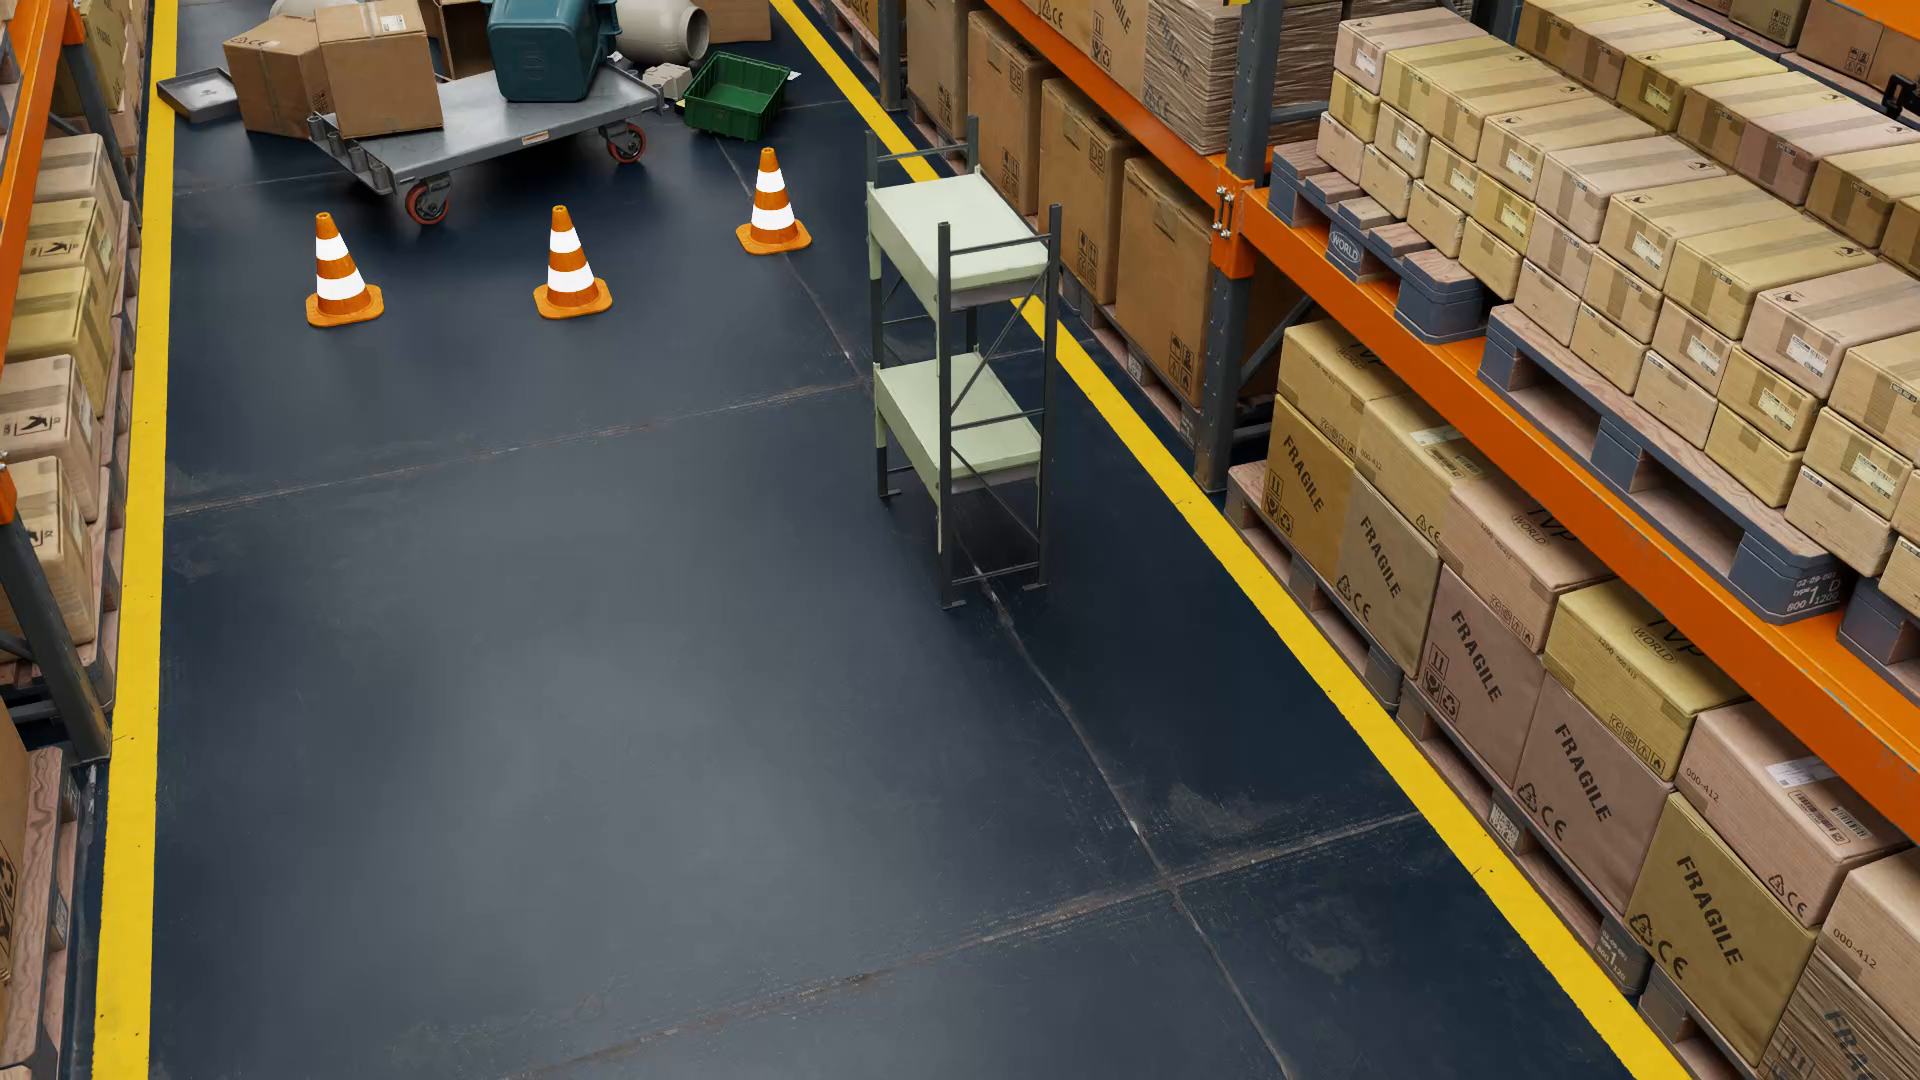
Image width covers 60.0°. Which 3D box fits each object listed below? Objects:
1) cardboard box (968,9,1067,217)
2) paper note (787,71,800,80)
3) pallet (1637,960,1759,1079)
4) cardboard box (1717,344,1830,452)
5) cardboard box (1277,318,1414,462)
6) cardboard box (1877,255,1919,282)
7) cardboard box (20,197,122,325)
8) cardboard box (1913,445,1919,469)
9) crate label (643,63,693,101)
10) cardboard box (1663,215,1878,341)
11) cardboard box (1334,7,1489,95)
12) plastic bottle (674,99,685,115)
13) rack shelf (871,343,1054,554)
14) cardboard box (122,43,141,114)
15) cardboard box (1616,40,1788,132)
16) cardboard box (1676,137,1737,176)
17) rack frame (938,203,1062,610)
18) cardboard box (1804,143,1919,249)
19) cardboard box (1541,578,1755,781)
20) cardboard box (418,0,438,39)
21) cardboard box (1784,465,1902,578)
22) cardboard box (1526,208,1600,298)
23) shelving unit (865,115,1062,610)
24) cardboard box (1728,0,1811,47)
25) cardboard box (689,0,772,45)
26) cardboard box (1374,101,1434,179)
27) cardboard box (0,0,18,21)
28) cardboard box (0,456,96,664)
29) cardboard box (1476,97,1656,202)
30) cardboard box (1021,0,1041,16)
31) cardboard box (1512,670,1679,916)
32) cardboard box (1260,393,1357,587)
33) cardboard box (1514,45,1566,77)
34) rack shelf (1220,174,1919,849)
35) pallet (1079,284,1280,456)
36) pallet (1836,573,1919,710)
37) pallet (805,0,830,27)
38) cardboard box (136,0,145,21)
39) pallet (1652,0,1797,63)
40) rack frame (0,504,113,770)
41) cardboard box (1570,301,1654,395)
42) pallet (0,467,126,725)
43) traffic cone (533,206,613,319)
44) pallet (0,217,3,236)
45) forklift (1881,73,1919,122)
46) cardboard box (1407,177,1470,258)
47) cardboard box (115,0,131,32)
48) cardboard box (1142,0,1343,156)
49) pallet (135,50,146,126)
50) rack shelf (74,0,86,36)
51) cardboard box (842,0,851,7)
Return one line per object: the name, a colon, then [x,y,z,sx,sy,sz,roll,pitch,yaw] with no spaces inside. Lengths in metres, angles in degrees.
cardboard box: [0.659,-2.159,8.144,1.050,0.750,0.750,-12,39,-16]
paper note: [-1.049,-2.774,9.907,0.142,0.020,0.147,19,41,23]
pallet: [2.516,1.426,4.181,1.003,0.211,1.213,-12,39,-16]
cardboard box: [2.006,-0.362,3.850,0.380,0.149,0.250,-12,39,-16]
cardboard box: [1.419,-0.537,5.575,0.500,0.250,0.500,-14,39,-18]
cardboard box: [2.542,-0.635,4.213,0.380,0.149,0.250,-13,39,-17]
cardboard box: [-4.147,-1.102,7.056,0.950,0.372,0.625,-10,38,-13]
cardboard box: [2.193,-0.186,3.369,0.380,0.149,0.250,-13,39,-16]
crate label: [-1.702,-2.670,9.681,0.250,0.136,0.298,19,41,23]
cardboard box: [1.922,-0.628,3.956,0.380,0.149,0.250,-13,39,-17]
cardboard box: [1.388,-1.509,5.126,0.380,0.149,0.250,-12,39,-16]
plastic bottle: [-1.479,-2.437,9.435,0.283,0.061,0.133,27,44,31]
rack shelf: [-0.002,-0.342,6.000,0.431,0.370,0.720,-12,39,-16]
cardboard box: [-4.724,-2.443,8.937,0.500,0.250,0.500,-10,38,-13]
cardboard box: [2.183,-1.341,4.902,0.380,0.149,0.250,-11,38,-15]
cardboard box: [2.279,-1.069,4.789,0.380,0.149,0.250,-12,39,-16]
rack frame: [0.124,-0.396,5.529,0.400,1.500,0.023,-12,39,-16]
cardboard box: [2.451,-0.900,4.317,0.380,0.149,0.250,-11,38,-14]
cardboard box: [1.932,0.326,4.430,0.500,0.250,0.500,-14,39,-18]
cardboard box: [-2.975,-3.480,10.452,0.637,0.503,0.797,19,41,23]
cardboard box: [2.102,-0.084,3.729,0.380,0.149,0.250,-14,39,-18]
cardboard box: [1.749,-0.793,4.422,0.380,0.149,0.250,-12,39,-16]
shelving unit: [-0.002,-0.603,5.804,0.431,1.500,0.755,-12,39,-16]
cardboard box: [5.062,-3.290,9.837,0.700,0.500,0.500,-13,39,-16]
cardboard box: [-1.465,-3.434,10.392,0.500,0.500,0.500,-6,37,-8]
cardboard box: [1.482,-1.227,4.998,0.380,0.149,0.250,-11,38,-14]
cardboard box: [-3.856,-2.085,6.385,0.380,0.149,0.250,-12,39,-16]
cardboard box: [-3.389,0.135,5.413,0.950,0.372,0.625,-15,40,-19]
cardboard box: [1.652,-1.071,4.544,0.380,0.149,0.250,-14,39,-18]
cardboard box: [0.479,-2.600,7.125,0.500,0.500,0.500,-12,39,-15]
cardboard box: [1.946,0.636,4.641,0.500,0.500,0.500,-13,39,-17]
cardboard box: [1.413,-0.225,5.784,0.500,0.500,0.500,-14,39,-18]
cardboard box: [2.007,-1.509,5.373,0.380,0.149,0.250,-12,39,-15]
rack shelf: [2.097,-0.091,4.475,1.077,0.370,4.000,-12,39,-16]
pallet: [1.209,-0.855,7.210,1.003,0.211,1.213,-12,39,-16]
pallet: [2.659,0.367,3.430,1.003,0.211,1.213,-12,39,-16]
pallet: [-0.579,-3.790,11.106,1.003,0.211,1.213,-12,39,-16]
cardboard box: [-5.255,-3.319,10.100,0.500,0.250,0.500,-12,39,-16]
pallet: [4.994,-3.184,10.302,1.003,0.211,1.213,-12,39,-16]
rack frame: [-3.204,-0.426,4.322,1.000,3.000,0.127,-12,39,-16]
cardboard box: [1.832,-0.532,4.323,0.380,0.149,0.250,-12,39,-15]
pallet: [-3.471,0.246,5.748,1.003,0.211,1.213,-12,39,-16]
traffic cone: [-1.800,-1.305,7.598,0.336,0.463,0.334,-12,39,-16]
pallet: [-3.549,-0.730,4.885,1.213,0.211,1.003,-12,39,-16]
forklift: [4.128,-1.743,6.128,1.130,2.935,3.031,-7,38,-10]
cardboard box: [1.559,-0.977,4.913,0.380,0.149,0.250,-11,38,-14]
cardboard box: [-4.902,-3.037,9.102,0.500,0.500,0.500,-10,38,-14]
cardboard box: [1.002,-1.747,5.993,0.500,0.500,0.500,-12,39,-16]
pallet: [-5.268,-2.634,9.572,1.003,0.211,1.213,-12,39,-16]
rack shelf: [-5.268,-3.528,9.039,1.077,0.370,4.000,-12,39,-16]
cardboard box: [-0.432,-3.965,10.437,0.875,0.875,0.875,-12,39,-16]
